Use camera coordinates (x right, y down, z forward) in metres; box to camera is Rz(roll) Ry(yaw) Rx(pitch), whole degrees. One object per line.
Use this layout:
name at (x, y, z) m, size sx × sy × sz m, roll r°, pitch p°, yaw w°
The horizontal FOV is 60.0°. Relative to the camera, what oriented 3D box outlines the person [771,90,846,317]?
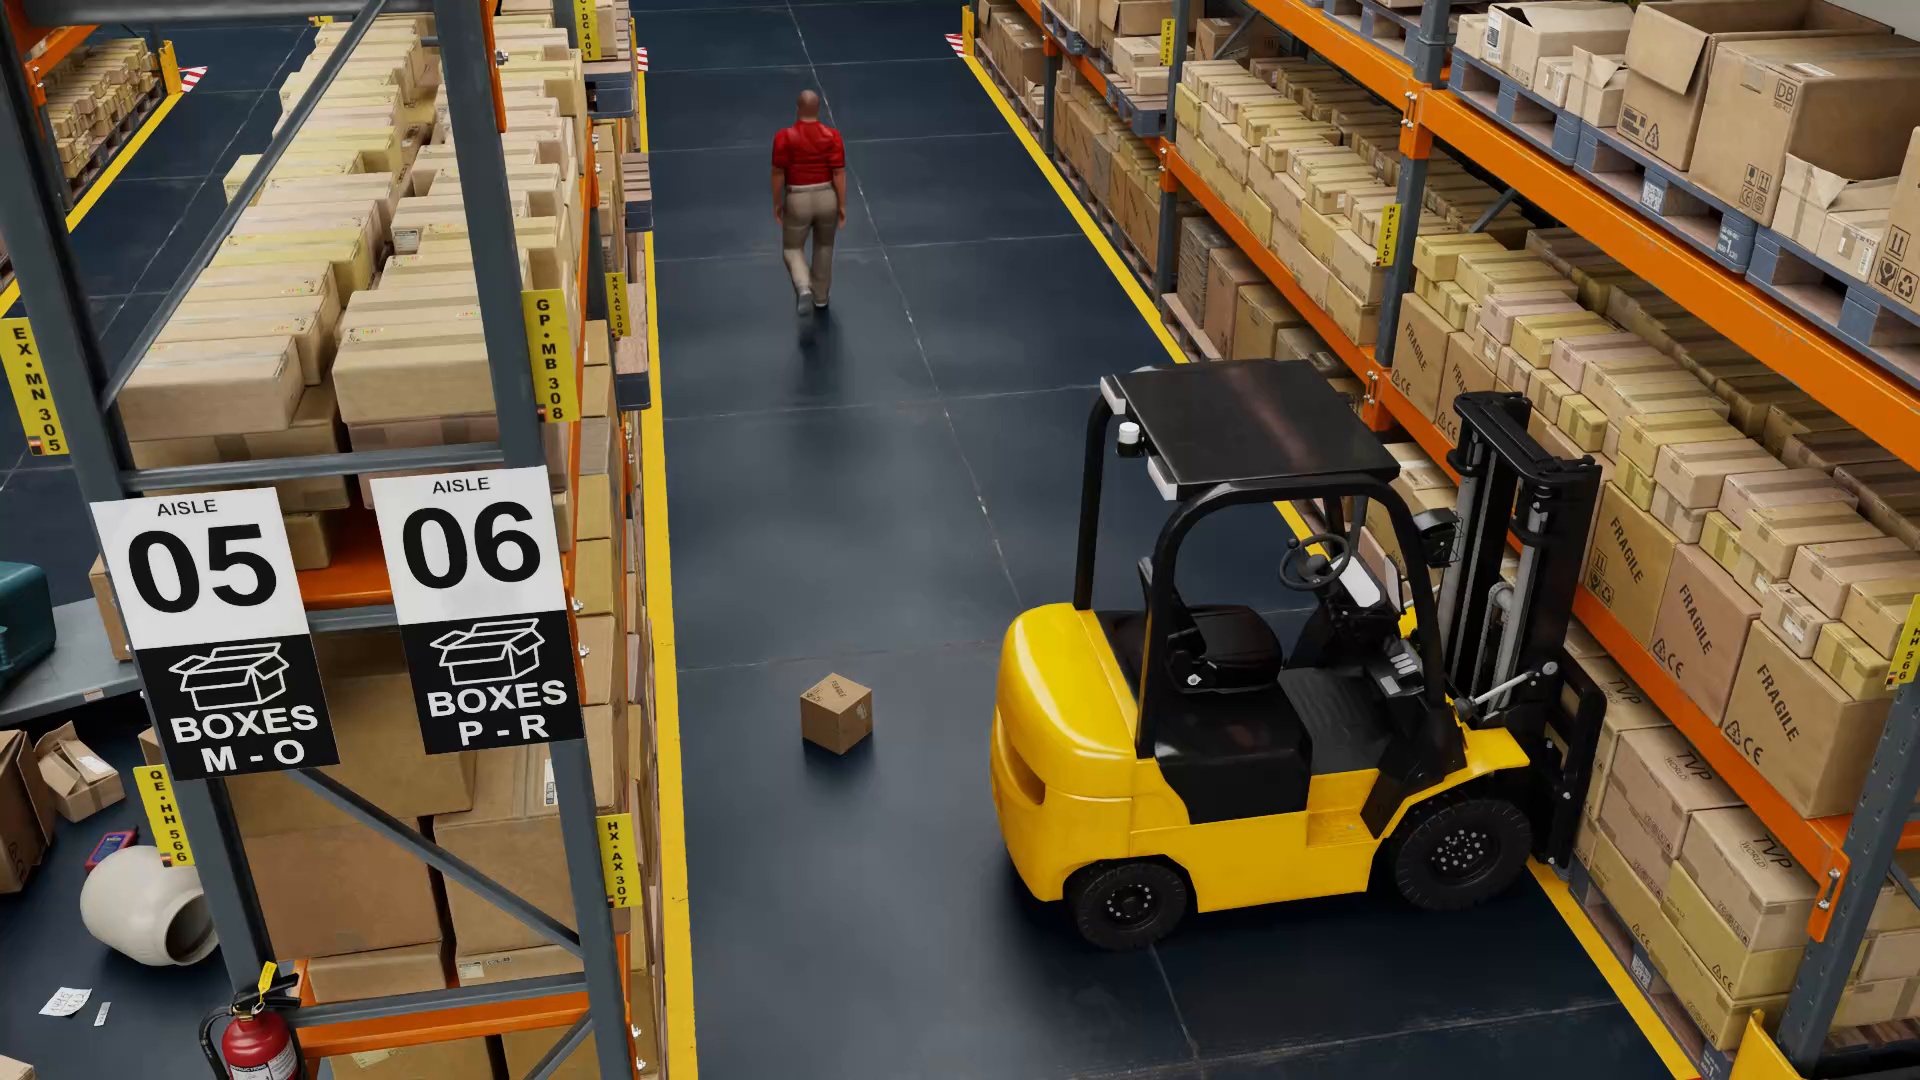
person at (-1.120, -2.496, 12.368) m, size 0.549 × 1.697 × 0.750 m, roll -5°, pitch 31°, yaw -9°
